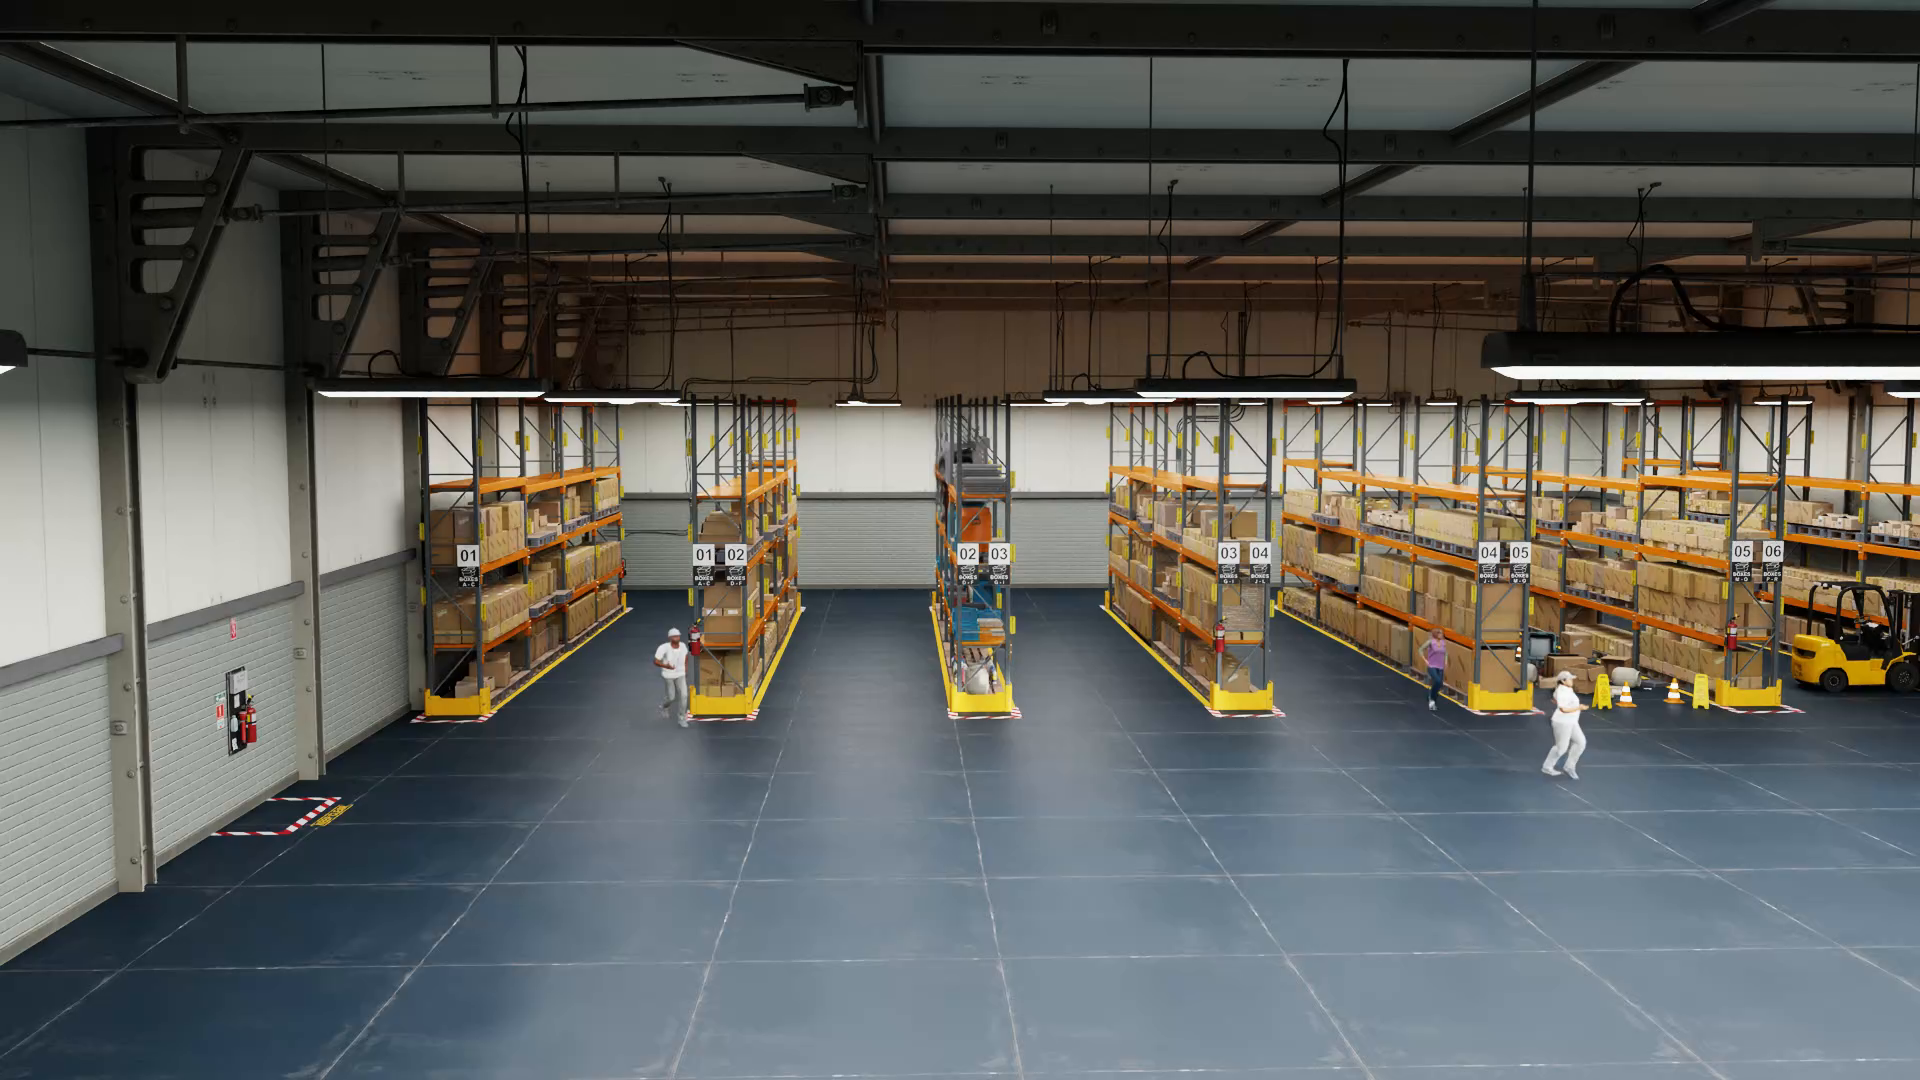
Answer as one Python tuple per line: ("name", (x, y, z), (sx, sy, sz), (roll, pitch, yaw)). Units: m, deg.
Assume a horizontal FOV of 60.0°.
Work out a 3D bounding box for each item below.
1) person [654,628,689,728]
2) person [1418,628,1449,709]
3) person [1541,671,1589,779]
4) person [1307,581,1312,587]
("person", (-5.206, 2.476, 30.162), (0.716, 1.760, 0.930), (-3, 5, -33))
("person", (9.049, 2.446, 31.619), (0.554, 1.564, 0.577), (-1, 5, -17))
("person", (9.384, 2.879, 25.734), (0.680, 1.714, 0.582), (3, 5, 34))
("person", (10.376, 1.064, 48.722), (0.526, 1.627, 0.570), (-1, 5, -7))
